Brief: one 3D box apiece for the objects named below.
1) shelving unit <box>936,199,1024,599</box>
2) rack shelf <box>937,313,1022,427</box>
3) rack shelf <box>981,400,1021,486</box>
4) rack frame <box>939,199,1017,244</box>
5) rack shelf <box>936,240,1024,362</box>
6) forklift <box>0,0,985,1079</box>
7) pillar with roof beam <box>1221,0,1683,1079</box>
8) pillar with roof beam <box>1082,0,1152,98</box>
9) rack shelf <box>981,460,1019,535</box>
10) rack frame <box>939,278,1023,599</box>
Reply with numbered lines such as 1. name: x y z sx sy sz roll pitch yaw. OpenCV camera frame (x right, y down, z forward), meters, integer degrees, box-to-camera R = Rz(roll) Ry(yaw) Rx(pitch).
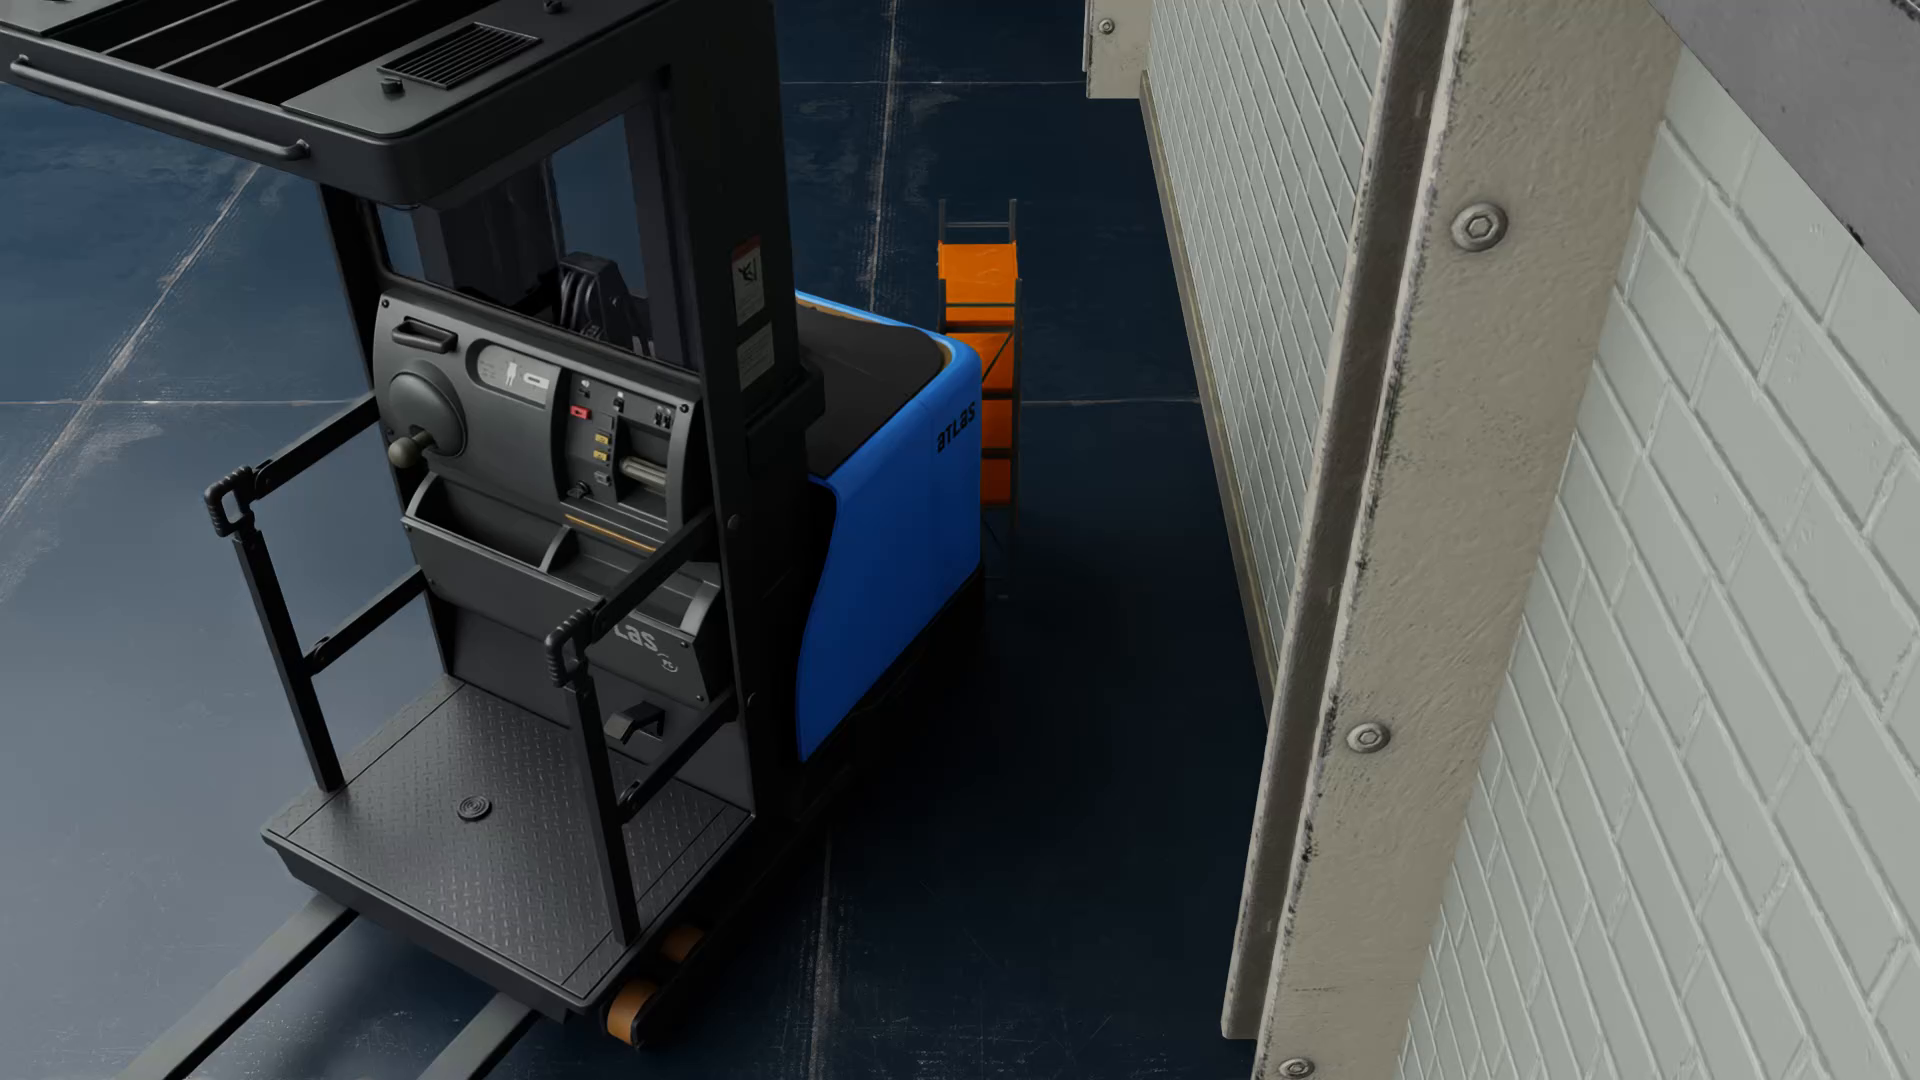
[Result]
1. shelving unit: 0.057 -0.429 5.326 0.258 1.200 0.503 0 39 0
2. rack shelf: 0.057 -0.551 5.228 0.258 0.148 0.480 0 39 0
3. rack shelf: 0.057 -0.377 5.368 0.258 0.148 0.480 0 39 0
4. rack frame: 0.055 -0.582 5.517 0.240 1.200 0.015 0 39 0
5. rack shelf: 0.057 -0.736 5.080 0.258 0.148 0.480 0 39 0
6. forklift: -1.093 -0.210 3.669 1.130 2.935 3.031 20 43 23
7. pillar with roof beam: -3.488 -2.167 1.258 9.100 9.000 0.400 0 39 0
8. pillar with roof beam: -3.495 -5.919 5.940 9.100 9.000 0.400 0 39 0
9. rack shelf: 0.057 -0.222 5.492 0.258 0.148 0.480 0 39 0
10. rack frame: 0.059 -0.277 5.136 0.240 1.200 0.015 0 39 0
